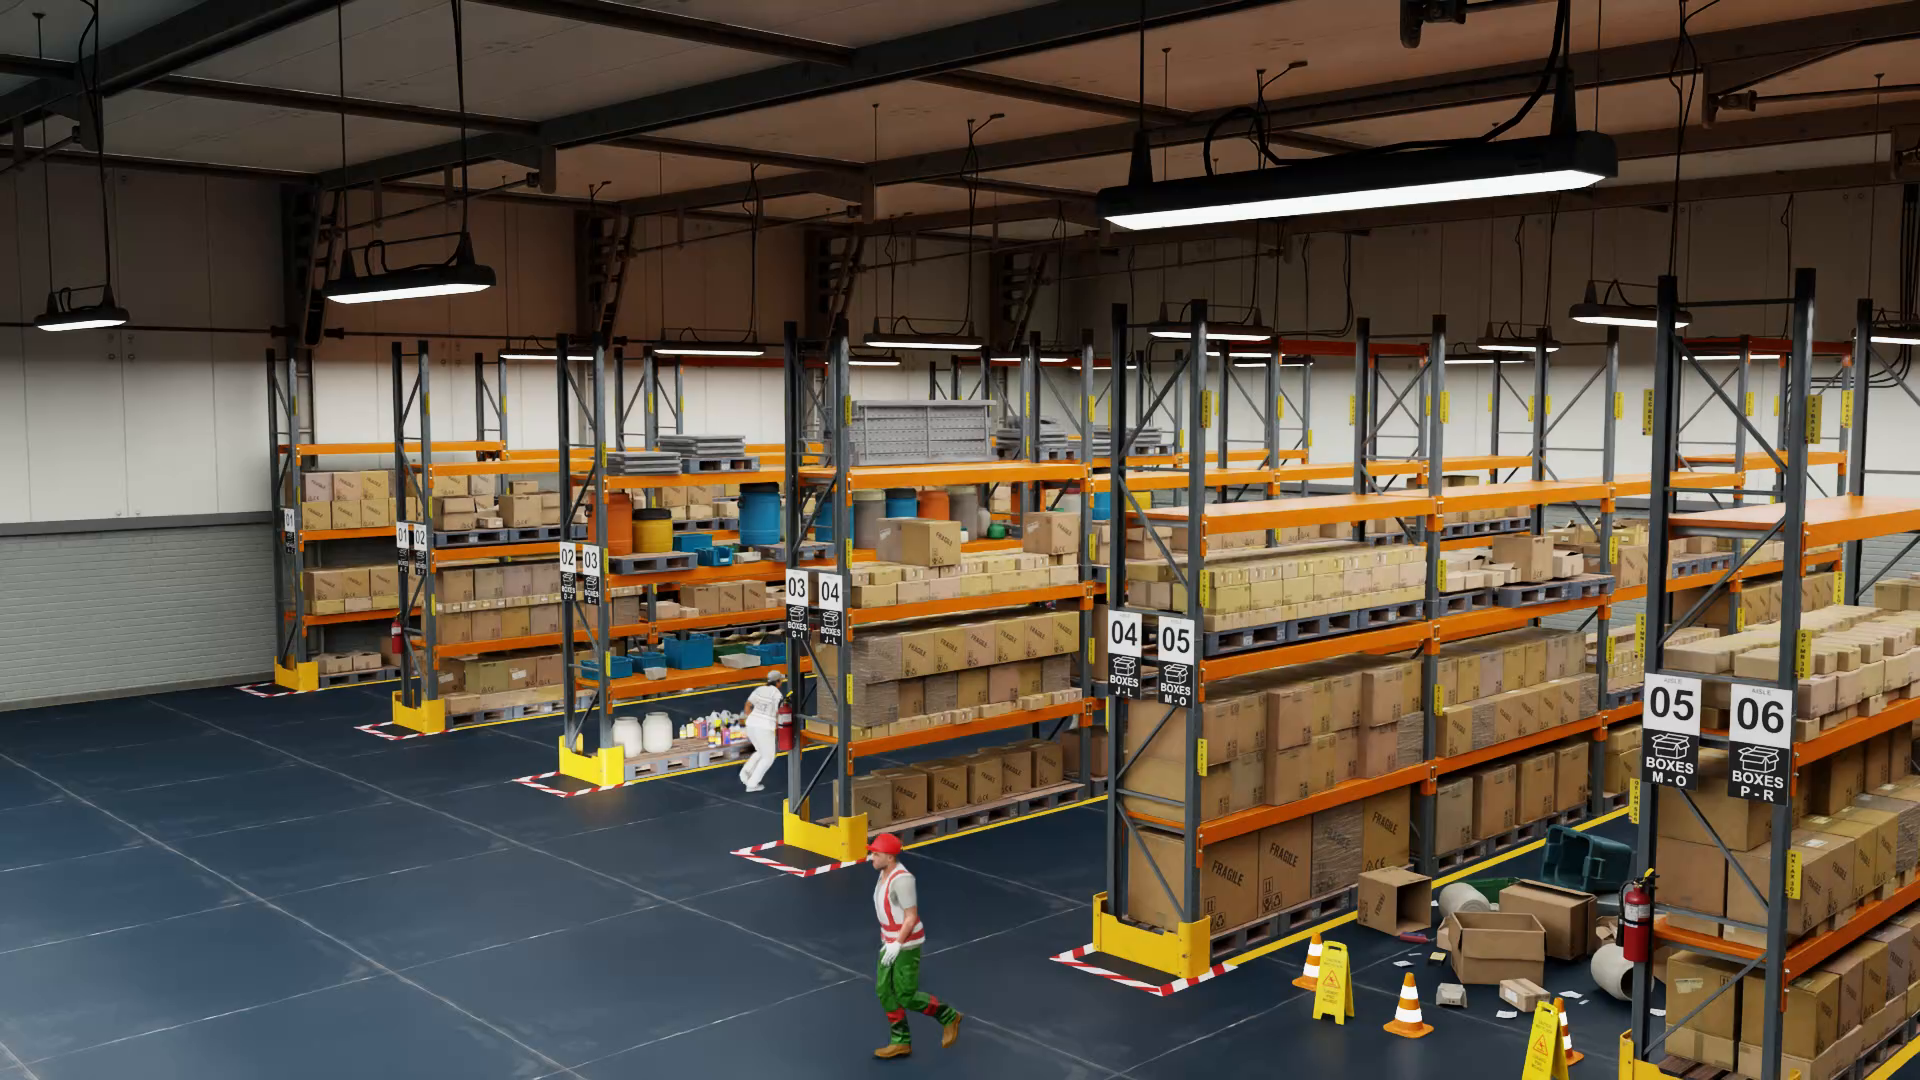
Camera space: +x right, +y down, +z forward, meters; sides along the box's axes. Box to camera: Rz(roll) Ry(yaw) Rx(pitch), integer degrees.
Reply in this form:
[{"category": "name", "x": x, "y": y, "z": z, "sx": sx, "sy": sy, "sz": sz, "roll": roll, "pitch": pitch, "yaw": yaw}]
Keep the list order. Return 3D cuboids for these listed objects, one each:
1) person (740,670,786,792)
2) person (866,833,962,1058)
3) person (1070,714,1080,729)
[{"category": "person", "x": -2.551, "y": 2.497, "z": 21.945, "sx": 0.722, "sy": 1.560, "sz": 0.585, "roll": -4, "pitch": 7, "yaw": -42}, {"category": "person", "x": -0.375, "y": 3.162, "z": 13.094, "sx": 0.738, "sy": 1.757, "sz": 0.604, "roll": -2, "pitch": 5, "yaw": -24}, {"category": "person", "x": 1.727, "y": 2.291, "z": 23.934, "sx": 0.451, "sy": 1.714, "sz": 0.595, "roll": 4, "pitch": 6, "yaw": 39}]
